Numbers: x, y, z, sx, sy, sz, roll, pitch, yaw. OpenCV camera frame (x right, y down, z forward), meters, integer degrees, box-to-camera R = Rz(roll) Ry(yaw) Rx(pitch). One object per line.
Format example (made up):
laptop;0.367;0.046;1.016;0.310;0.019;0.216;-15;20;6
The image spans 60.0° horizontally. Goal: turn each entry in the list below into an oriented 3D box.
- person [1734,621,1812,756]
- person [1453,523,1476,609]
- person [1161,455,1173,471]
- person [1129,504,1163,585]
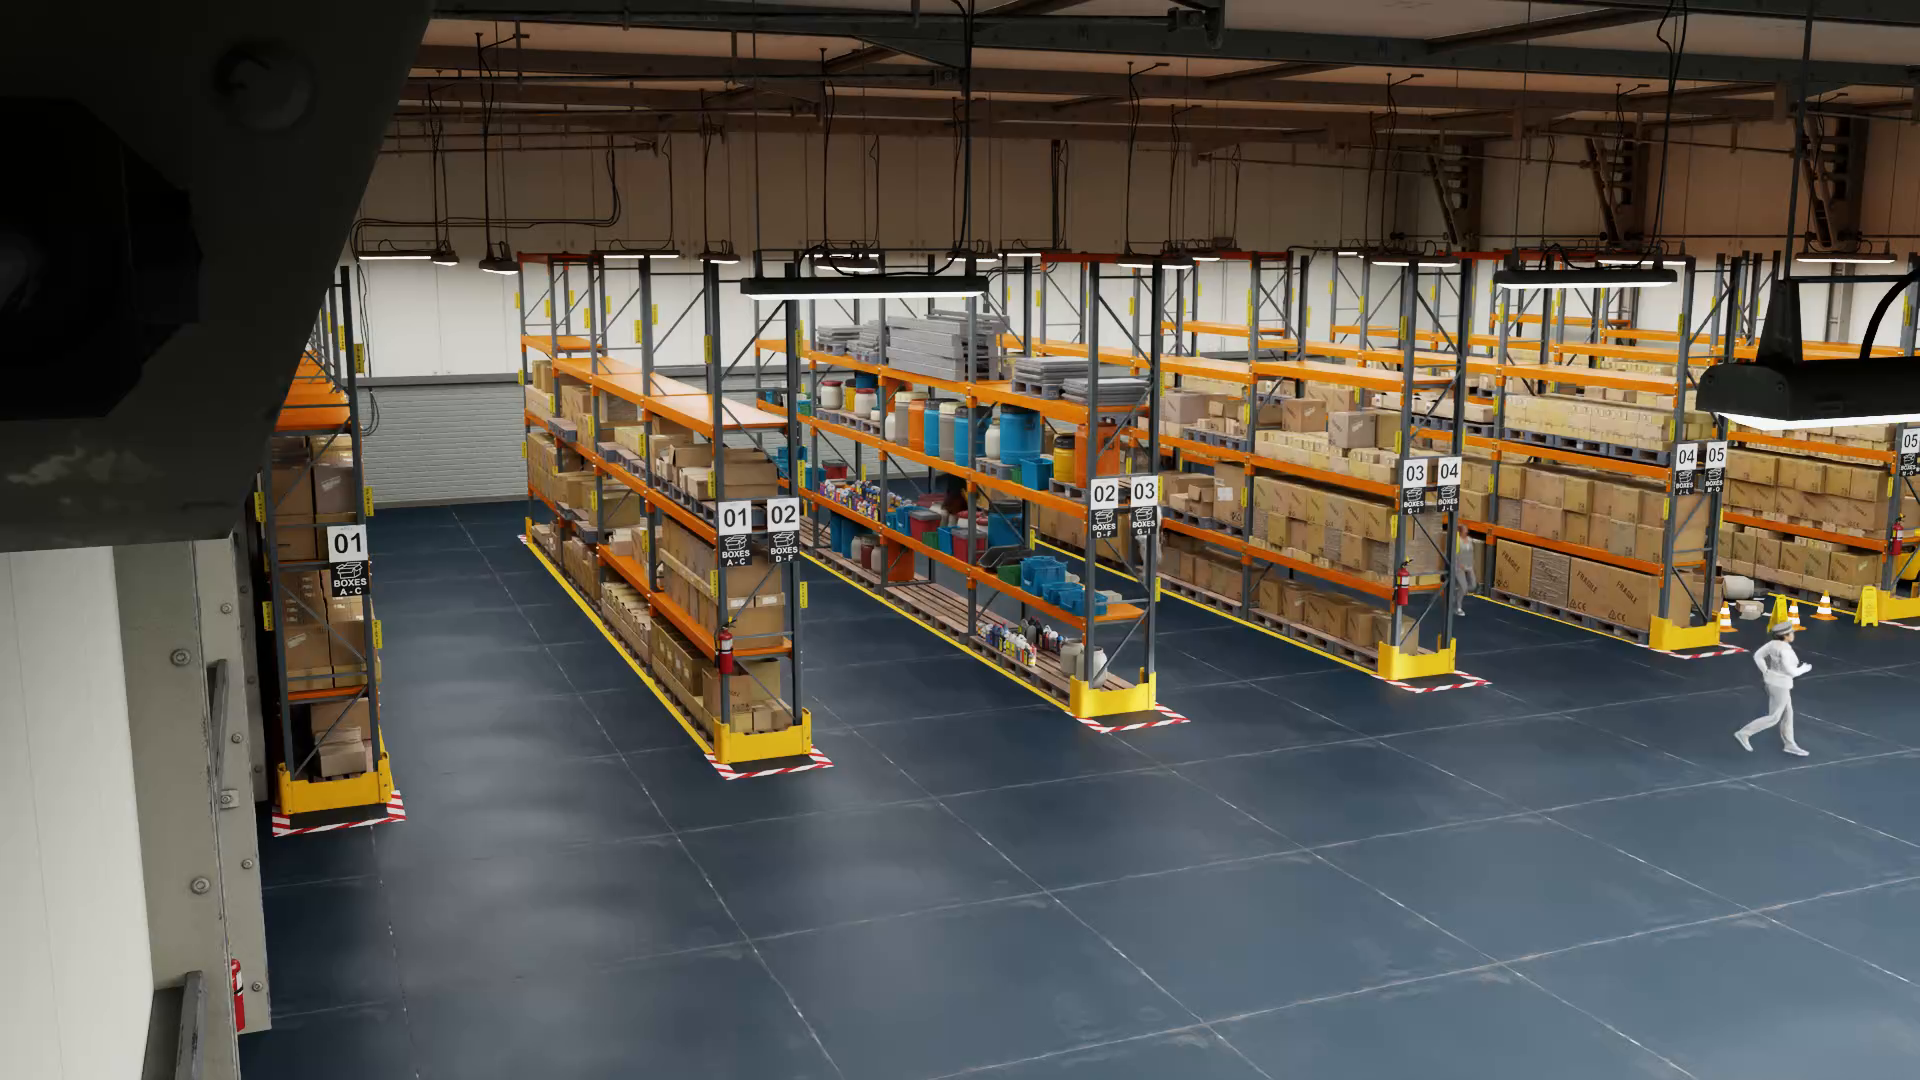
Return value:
person;9.982;1.807;20.341;0.899;1.687;0.631;2;10;8
person;8.486;0.452;28.058;0.545;1.483;0.457;-5;11;-25
person;5.152;-2.045;41.399;0.697;1.463;0.667;-7;12;-32
person;3.218;-0.030;28.554;0.664;1.696;0.472;-4;11;-23
